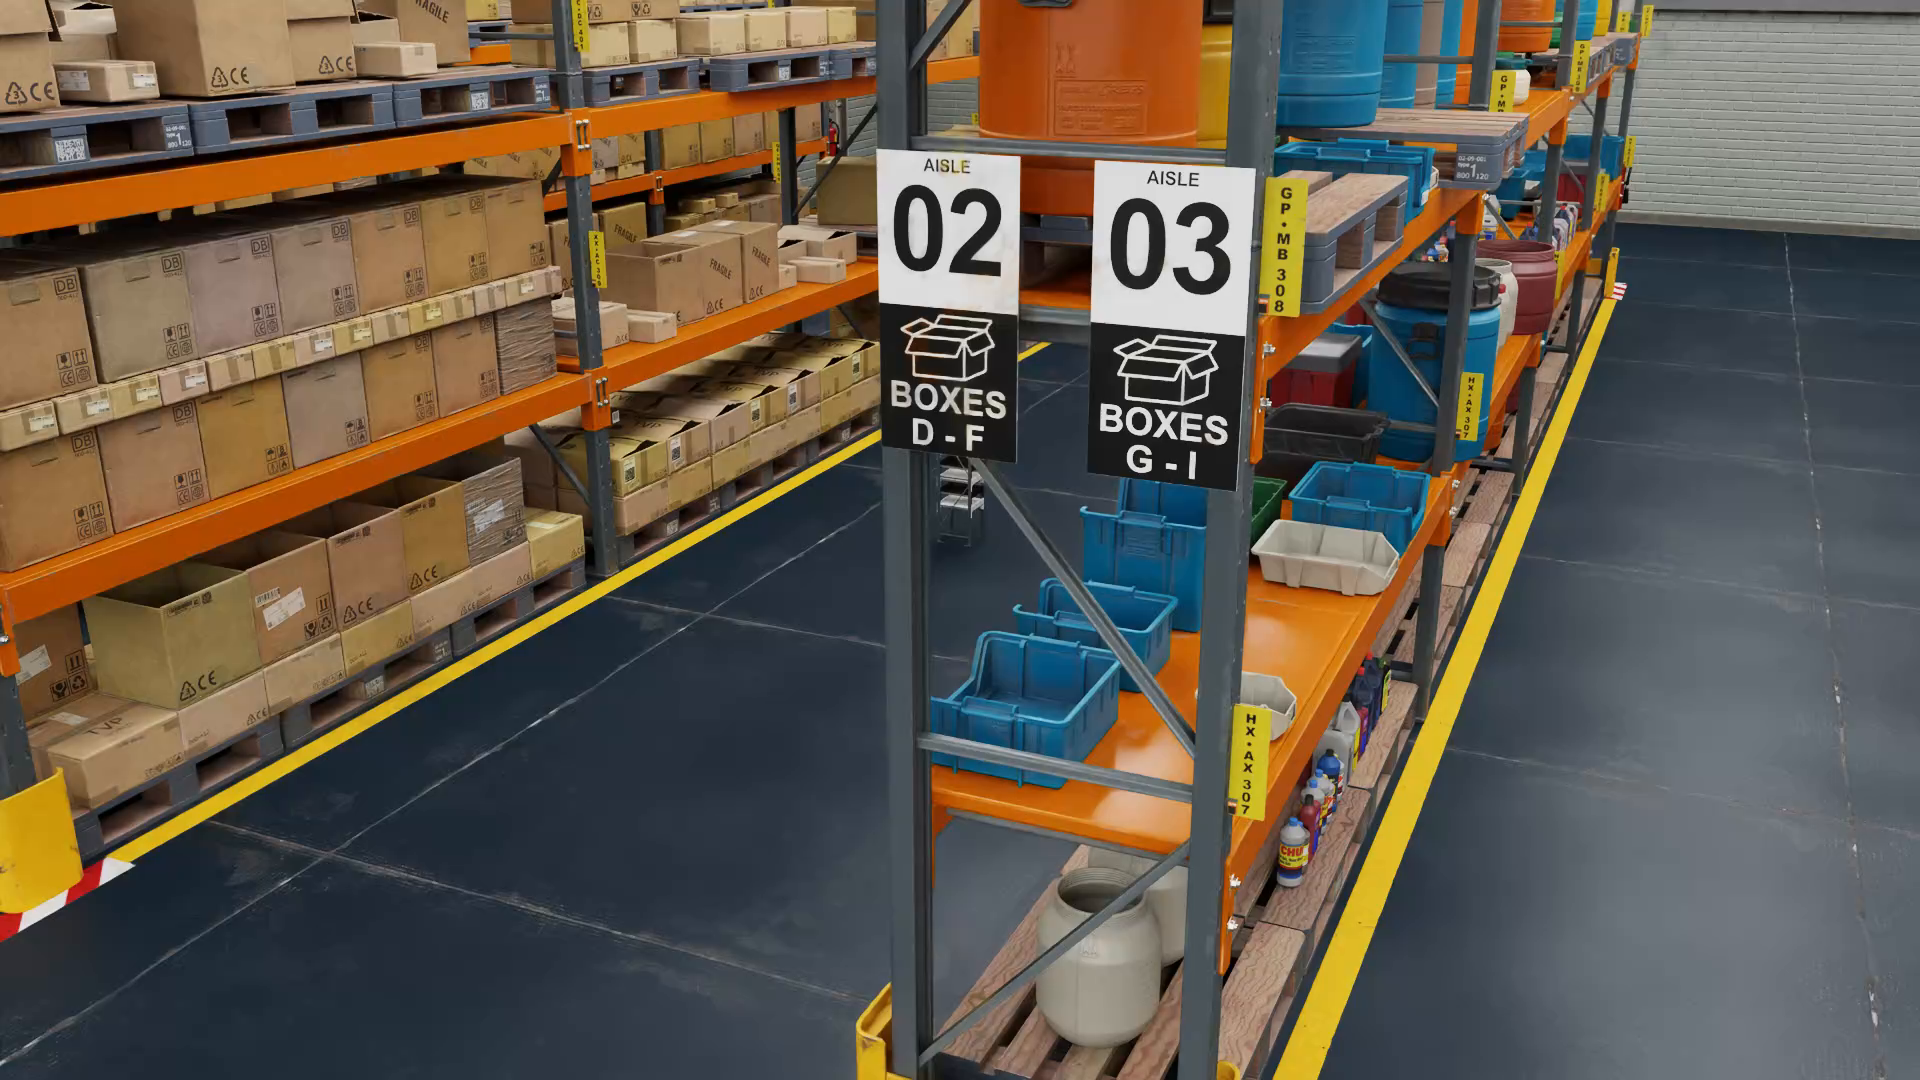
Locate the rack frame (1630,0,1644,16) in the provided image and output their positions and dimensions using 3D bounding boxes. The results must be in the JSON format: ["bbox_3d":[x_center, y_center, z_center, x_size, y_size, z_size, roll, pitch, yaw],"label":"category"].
[{"bbox_3d":[6.820,-7.072,17.426,1.000,3.000,0.127,9,21,23],"label":"rack frame"}]

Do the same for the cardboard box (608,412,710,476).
[{"bbox_3d":[-2.005,-0.669,11.014,0.500,0.311,0.500,8,21,22],"label":"cardboard box"}]

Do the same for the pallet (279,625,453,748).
[{"bbox_3d":[-3.473,0.667,8.778,1.003,0.211,1.213,9,21,23],"label":"pallet"}]

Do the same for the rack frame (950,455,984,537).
[{"bbox_3d":[0.045,-0.458,10.912,0.240,0.900,0.006,9,21,23],"label":"rack frame"}]

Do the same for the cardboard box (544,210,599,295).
[{"bbox_3d":[-4.365,-3.079,17.731,0.750,0.750,0.750,9,22,24],"label":"cardboard box"}]

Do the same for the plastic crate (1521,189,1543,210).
[{"bbox_3d":[5.396,-3.301,16.095,0.437,0.125,0.590,9,21,23],"label":"plastic crate"}]

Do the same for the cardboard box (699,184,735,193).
[{"bbox_3d":[-3.062,-4.381,20.947,0.380,0.149,0.250,9,21,23],"label":"cardboard box"}]

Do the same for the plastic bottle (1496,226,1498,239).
[{"bbox_3d":[4.617,-2.717,14.429,0.097,0.201,0.097,0,20,0],"label":"plastic bottle"}]

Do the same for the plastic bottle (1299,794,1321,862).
[{"bbox_3d":[1.405,1.140,6.685,0.061,0.283,0.133,9,21,24],"label":"plastic bottle"}]

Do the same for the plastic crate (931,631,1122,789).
[{"bbox_3d":[0.200,0.521,5.249,0.499,0.251,0.616,9,21,23],"label":"plastic crate"}]

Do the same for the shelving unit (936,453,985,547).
[{"bbox_3d":[0.003,-0.426,10.825,0.258,0.900,0.210,9,21,23],"label":"shelving unit"}]

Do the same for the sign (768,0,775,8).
[{"bbox_3d":[-1.467,-4.213,13.091,0.100,0.325,0.005,9,21,23],"label":"sign"}]

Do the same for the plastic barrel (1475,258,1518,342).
[{"bbox_3d":[3.318,-1.509,10.569,0.421,0.512,0.421,0,20,0],"label":"plastic barrel"}]

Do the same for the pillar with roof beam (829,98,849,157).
[{"bbox_3d":[2.026,-8.785,22.242,9.100,9.000,0.400,9,21,23],"label":"pillar with roof beam"}]

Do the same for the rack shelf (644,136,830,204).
[{"bbox_3d":[-3.037,-4.655,20.655,1.077,0.370,4.000,9,21,23],"label":"rack shelf"}]

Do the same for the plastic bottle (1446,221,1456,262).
[{"bbox_3d":[3.892,-2.352,13.178,0.144,0.351,0.185,9,21,23],"label":"plastic bottle"}]

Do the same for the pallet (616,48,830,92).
[{"bbox_3d":[-1.625,-3.244,11.418,1.003,0.211,1.213,10,22,25],"label":"pallet"}]

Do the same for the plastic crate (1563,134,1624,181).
[{"bbox_3d":[6.854,-4.163,18.055,0.616,0.435,0.499,9,21,23],"label":"plastic crate"}]

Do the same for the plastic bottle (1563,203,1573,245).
[{"bbox_3d":[5.104,-2.674,14.085,0.144,0.351,0.185,9,21,23],"label":"plastic bottle"}]

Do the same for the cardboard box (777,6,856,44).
[{"bbox_3d":[-1.108,-3.875,12.509,0.500,0.250,0.500,7,21,19],"label":"cardboard box"}]

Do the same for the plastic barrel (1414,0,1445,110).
[{"bbox_3d":[2.184,-2.612,8.613,0.600,0.901,0.600,0,20,0],"label":"plastic barrel"}]

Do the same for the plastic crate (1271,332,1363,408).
[{"bbox_3d":[1.826,-0.798,8.640,0.402,0.464,0.583,9,21,23],"label":"plastic crate"}]

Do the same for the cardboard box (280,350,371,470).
[{"bbox_3d":[-3.415,-0.697,8.304,0.700,0.500,0.500,9,22,24],"label":"cardboard box"}]

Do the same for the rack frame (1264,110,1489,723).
[{"bbox_3d":[1.906,-0.578,8.116,1.000,3.000,0.127,9,21,23],"label":"rack frame"}]

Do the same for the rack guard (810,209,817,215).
[{"bbox_3d":[-2.208,-4.435,22.693,1.175,0.500,0.348,9,21,23],"label":"rack guard"}]

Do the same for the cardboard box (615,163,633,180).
[{"bbox_3d":[-3.818,-4.051,18.228,0.380,0.149,0.250,9,21,24],"label":"cardboard box"}]

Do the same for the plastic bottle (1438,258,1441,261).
[{"bbox_3d":[3.599,-2.082,12.642,0.097,0.201,0.097,0,20,0],"label":"plastic bottle"}]

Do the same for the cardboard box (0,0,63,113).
[{"bbox_3d":[-4.010,-1.936,6.471,0.797,0.503,0.637,10,22,26],"label":"cardboard box"}]

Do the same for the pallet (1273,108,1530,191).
[{"bbox_3d":[1.700,-1.668,6.987,1.213,0.211,1.003,9,21,23],"label":"pallet"}]

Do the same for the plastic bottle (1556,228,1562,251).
[{"bbox_3d":[4.757,-2.348,13.270,0.061,0.283,0.133,9,21,23],"label":"plastic bottle"}]

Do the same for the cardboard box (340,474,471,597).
[{"bbox_3d":[-3.018,-0.038,8.956,0.500,0.500,0.500,9,21,23],"label":"cardboard box"}]

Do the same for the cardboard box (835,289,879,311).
[{"bbox_3d":[-0.785,-2.200,14.633,0.500,0.250,0.500,9,22,25],"label":"cardboard box"}]

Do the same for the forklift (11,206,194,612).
[{"bbox_3d":[-4.993,-1.408,10.553,1.130,2.935,3.031,8,21,22],"label":"forklift"}]

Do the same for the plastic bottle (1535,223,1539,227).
[{"bbox_3d":[4.783,-2.502,13.720,0.097,0.271,0.097,0,20,0],"label":"plastic bottle"}]

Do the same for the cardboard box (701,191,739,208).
[{"bbox_3d":[-2.936,-4.162,20.331,0.380,0.149,0.250,8,21,21],"label":"cardboard box"}]

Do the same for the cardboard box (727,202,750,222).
[{"bbox_3d":[-3.035,-3.927,20.638,0.700,0.500,0.500,9,22,24],"label":"cardboard box"}]

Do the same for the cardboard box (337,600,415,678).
[{"bbox_3d":[-3.211,0.470,8.647,0.500,0.250,0.500,9,21,23],"label":"cardboard box"}]

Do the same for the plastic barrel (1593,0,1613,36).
[{"bbox_3d":[4.994,-4.416,13.526,0.600,0.588,0.600,0,20,0],"label":"plastic barrel"}]

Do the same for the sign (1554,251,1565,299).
[{"bbox_3d":[4.049,-1.804,11.321,0.100,0.325,0.005,9,21,23],"label":"sign"}]

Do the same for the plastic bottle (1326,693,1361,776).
[{"bbox_3d":[1.695,0.857,7.379,0.144,0.351,0.185,8,21,22],"label":"plastic bottle"}]

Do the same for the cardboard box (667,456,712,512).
[{"bbox_3d":[-2.009,-0.406,11.111,0.500,0.250,0.500,9,22,24],"label":"cardboard box"}]

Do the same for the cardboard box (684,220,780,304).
[{"bbox_3d":[-1.645,-2.013,12.004,0.500,0.500,0.500,7,21,20],"label":"cardboard box"}]

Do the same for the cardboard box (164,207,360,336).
[{"bbox_3d":[-3.403,-1.320,8.118,0.700,0.500,0.500,9,21,23],"label":"cardboard box"}]

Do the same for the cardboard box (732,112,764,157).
[{"bbox_3d":[-3.026,-5.134,20.480,0.980,0.700,0.700,7,21,20],"label":"cardboard box"}]

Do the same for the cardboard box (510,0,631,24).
[{"bbox_3d":[-2.322,-3.335,9.872,0.500,0.500,0.500,9,21,23],"label":"cardboard box"}]

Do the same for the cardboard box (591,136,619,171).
[{"bbox_3d":[-4.015,-4.246,17.809,0.500,0.500,0.500,9,21,23],"label":"cardboard box"}]

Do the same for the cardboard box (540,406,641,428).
[{"bbox_3d":[-2.499,-0.748,11.235,0.500,0.311,0.500,9,22,24],"label":"cardboard box"}]

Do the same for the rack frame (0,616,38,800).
[{"bbox_3d":[-4.249,-0.036,6.592,1.000,3.000,0.127,9,21,23],"label":"rack frame"}]

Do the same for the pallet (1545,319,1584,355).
[{"bbox_3d":[5.448,-1.939,16.107,1.003,0.211,1.213,9,21,23],"label":"pallet"}]

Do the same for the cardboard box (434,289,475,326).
[{"bbox_3d":[-2.842,-1.262,8.925,0.380,0.149,0.250,9,21,23],"label":"cardboard box"}]

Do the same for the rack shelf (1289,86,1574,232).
[{"bbox_3d":[2.725,-2.263,9.453,1.077,0.370,4.000,9,21,23],"label":"rack shelf"}]

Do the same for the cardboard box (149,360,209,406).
[{"bbox_3d":[-3.577,-0.713,7.379,0.380,0.149,0.250,8,21,22],"label":"cardboard box"}]

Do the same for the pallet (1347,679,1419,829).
[{"bbox_3d":[1.593,0.936,8.022,1.003,0.211,1.213,9,21,23],"label":"pallet"}]

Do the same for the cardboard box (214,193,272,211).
[{"bbox_3d":[-6.167,-2.885,13.799,0.700,0.500,0.500,9,21,23],"label":"cardboard box"}]

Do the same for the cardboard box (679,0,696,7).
[{"bbox_3d":[-3.332,-6.145,18.743,0.500,0.250,0.500,8,21,23],"label":"cardboard box"}]
